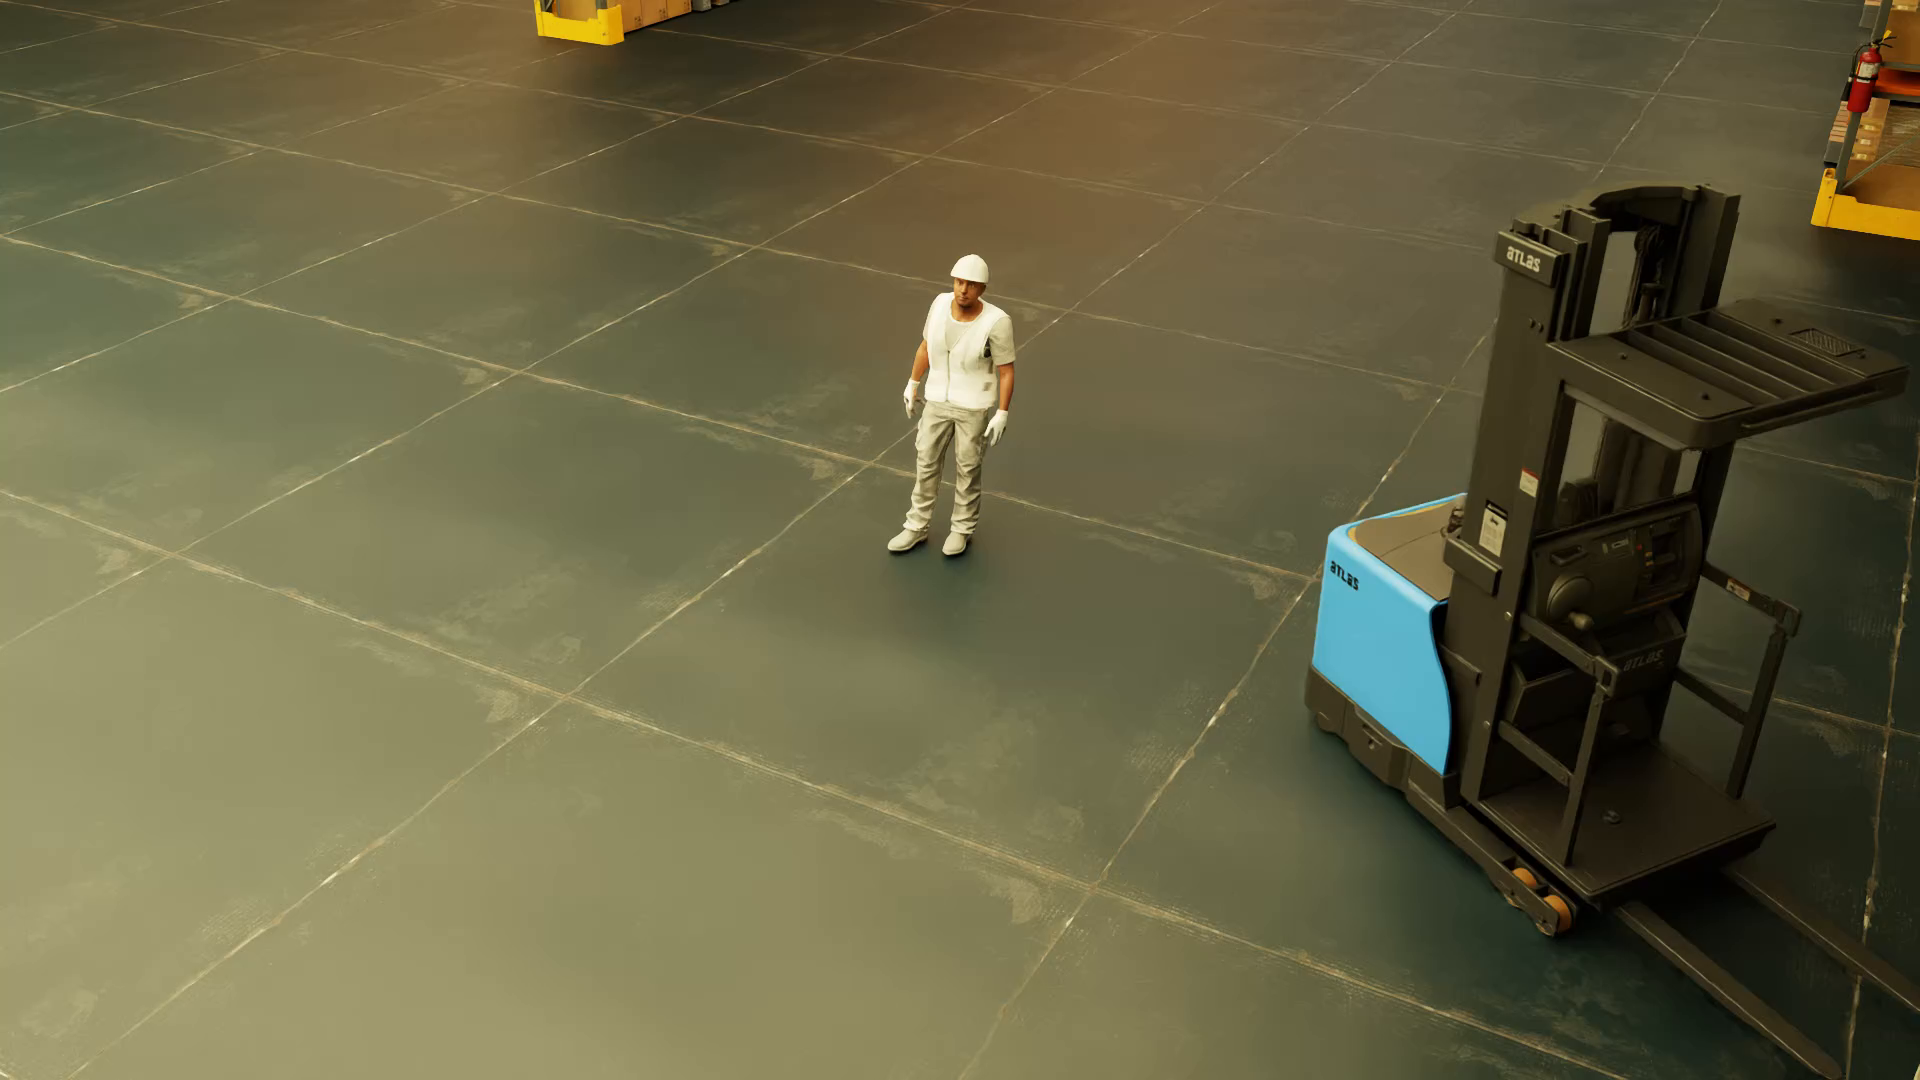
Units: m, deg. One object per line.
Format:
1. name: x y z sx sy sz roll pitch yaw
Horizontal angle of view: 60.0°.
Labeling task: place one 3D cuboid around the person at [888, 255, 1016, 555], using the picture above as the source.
1. person: -0.043 -0.750 9.503 0.656 1.782 0.577 15 33 25

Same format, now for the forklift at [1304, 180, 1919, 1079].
1. forklift: 2.844 0.160 6.793 1.130 2.935 3.031 -14 33 -22
